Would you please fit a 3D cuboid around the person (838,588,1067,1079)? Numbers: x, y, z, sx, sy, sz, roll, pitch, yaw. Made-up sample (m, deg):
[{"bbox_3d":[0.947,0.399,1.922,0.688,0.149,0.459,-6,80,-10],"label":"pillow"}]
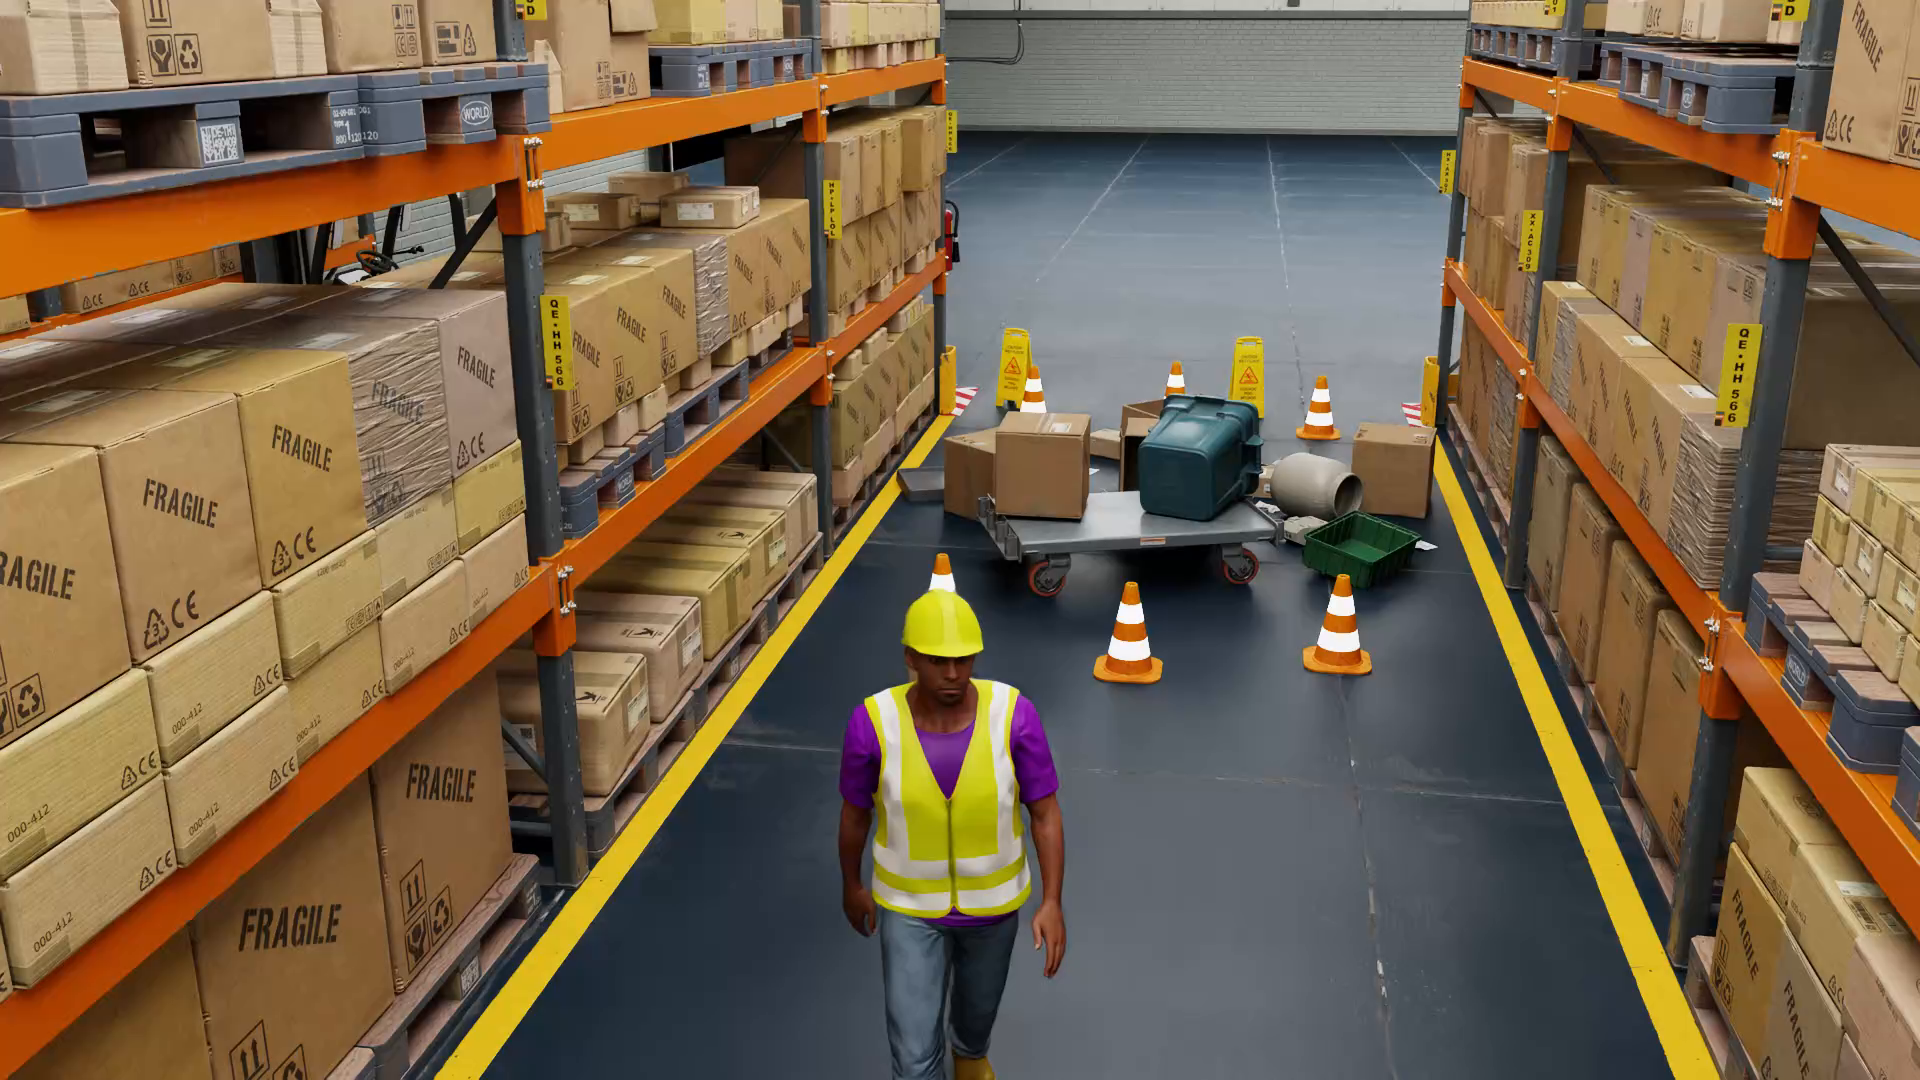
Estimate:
[{"bbox_3d":[-0.021,0.976,4.485,0.606,1.724,1.033,-2,18,-5],"label":"person"}]
